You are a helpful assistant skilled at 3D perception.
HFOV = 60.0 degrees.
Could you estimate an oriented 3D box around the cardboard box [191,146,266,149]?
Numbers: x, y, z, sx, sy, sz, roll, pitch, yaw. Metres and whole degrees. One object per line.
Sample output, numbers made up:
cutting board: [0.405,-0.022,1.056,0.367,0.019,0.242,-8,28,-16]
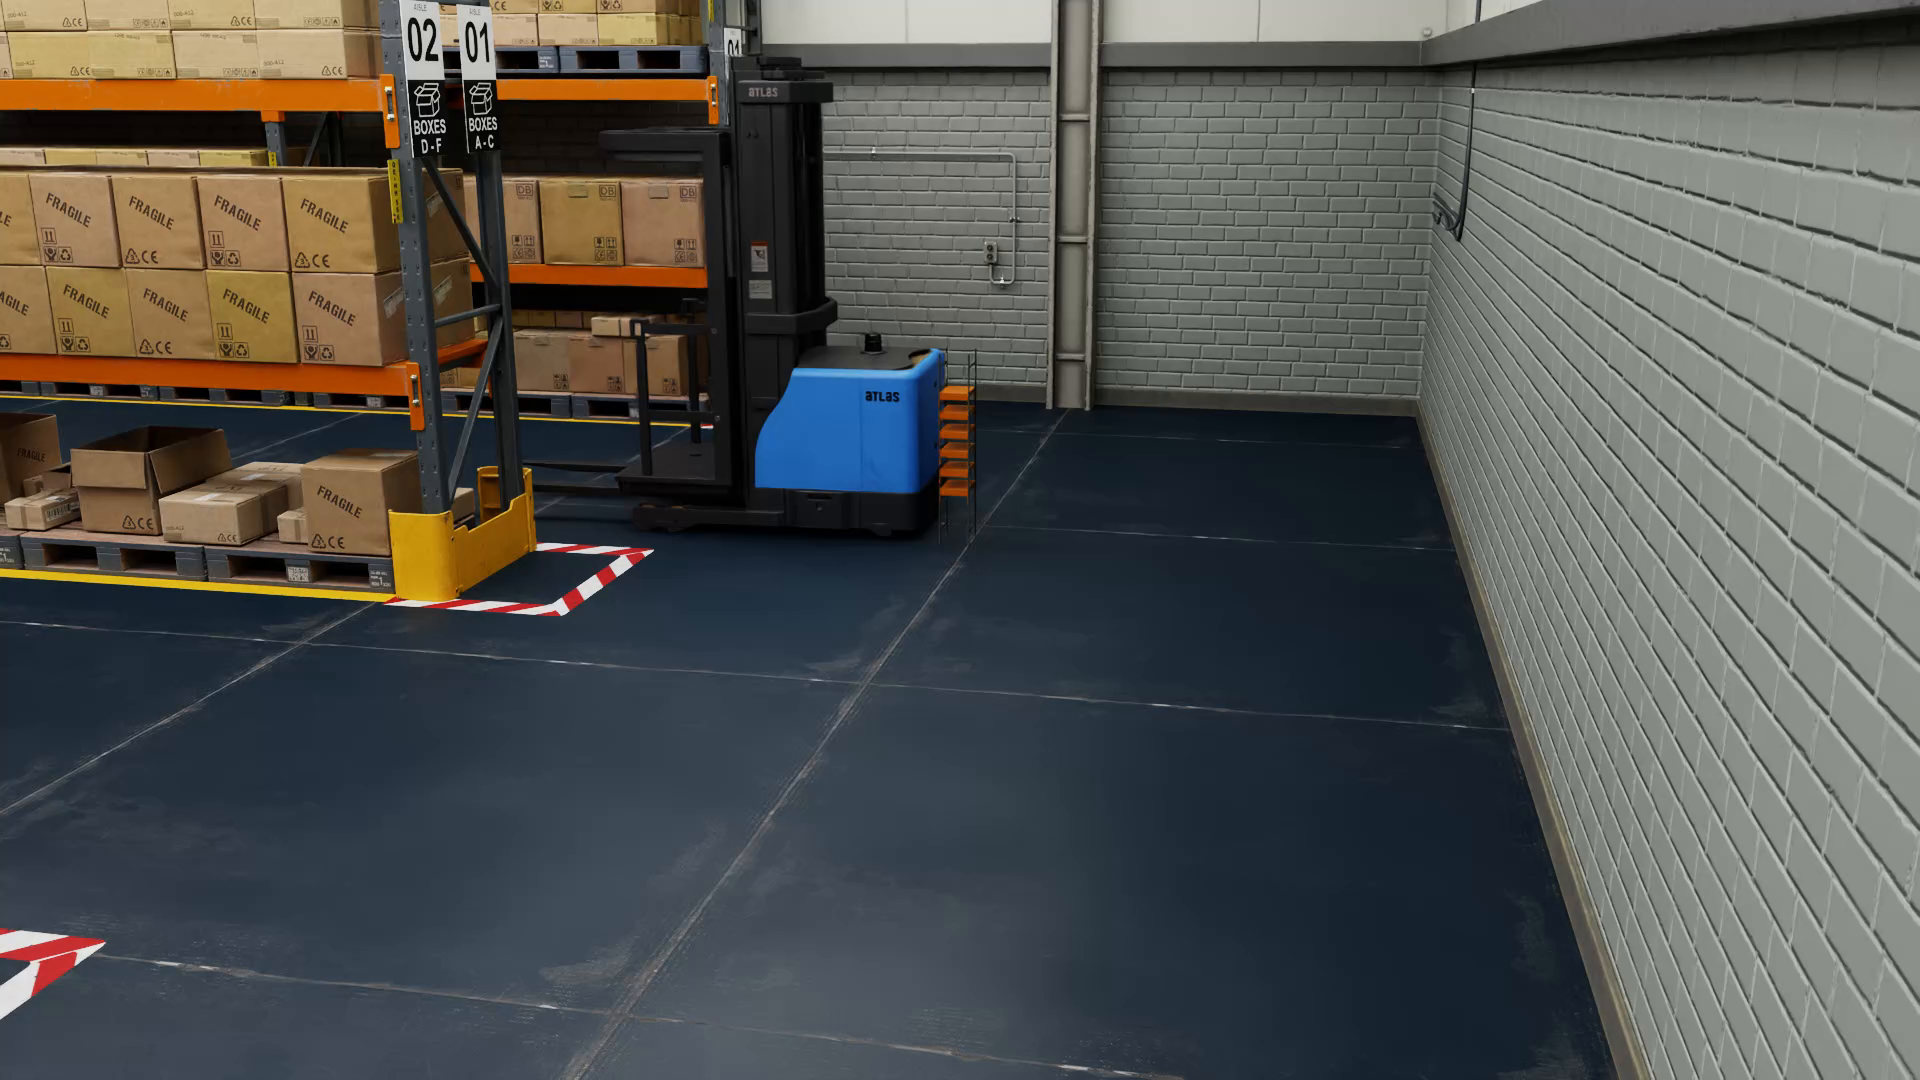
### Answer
cardboard box: [-6.667,-3.445,15.124,0.500,0.250,0.500,3,16,12]

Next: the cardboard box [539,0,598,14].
cardboard box: [-3.095,-4.533,13.522,0.500,0.500,0.500,4,16,13]

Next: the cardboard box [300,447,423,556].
cardboard box: [-3.400,-0.227,9.551,0.500,0.500,0.500,3,16,11]

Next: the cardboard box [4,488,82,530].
cardboard box: [-5.520,-0.192,10.050,0.250,0.166,0.380,3,16,11]

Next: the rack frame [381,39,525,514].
rack frame: [-2.818,-1.255,9.404,0.127,3.000,1.000,3,16,11]

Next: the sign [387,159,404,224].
sign: [-2.949,-1.821,8.687,0.005,0.325,0.100,3,16,11]

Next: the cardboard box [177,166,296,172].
cardboard box: [-4.204,-1.931,9.786,0.500,0.500,0.500,3,16,12]

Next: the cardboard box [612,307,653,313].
cardboard box: [-2.875,-1.945,14.575,0.250,0.149,0.380,3,16,11]

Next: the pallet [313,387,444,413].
pallet: [-5.025,-1.359,15.004,1.213,0.211,1.003,3,16,11]

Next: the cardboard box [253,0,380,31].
cardboard box: [-3.373,-2.830,8.815,0.500,0.250,0.500,3,16,11]

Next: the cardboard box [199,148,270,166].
cardboard box: [-6.263,-3.284,14.543,0.500,0.250,0.500,4,16,12]

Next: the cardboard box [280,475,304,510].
cardboard box: [-3.785,-0.272,10.181,0.500,0.250,0.500,3,16,11]

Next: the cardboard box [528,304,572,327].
cardboard box: [-3.621,-1.985,14.721,0.250,0.149,0.380,3,16,12]

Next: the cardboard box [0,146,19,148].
cardboard box: [-8.754,-3.419,15.030,0.500,0.250,0.500,3,16,10]

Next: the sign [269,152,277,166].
sign: [-5.853,-3.141,14.193,0.005,0.325,0.100,3,16,11]

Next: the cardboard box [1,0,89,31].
cardboard box: [-4.843,-2.909,9.100,0.500,0.250,0.500,3,16,11]

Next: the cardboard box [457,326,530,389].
cardboard box: [-4.048,-1.640,14.688,0.500,0.500,0.700,3,16,12]

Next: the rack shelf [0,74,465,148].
rack shelf: [-4.778,-2.460,9.484,4.000,0.370,1.077,3,16,11]

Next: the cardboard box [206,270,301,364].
cardboard box: [-3.821,-1.283,9.316,0.500,0.500,0.500,3,16,12]

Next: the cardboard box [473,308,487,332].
cardboard box: [-4.232,-1.914,14.464,0.250,0.149,0.380,3,16,9]

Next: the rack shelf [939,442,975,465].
rack shelf: [-0.014,-0.536,10.346,0.180,0.103,0.258,3,16,11]

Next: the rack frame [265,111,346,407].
rack frame: [-5.755,-2.764,14.851,0.127,3.000,1.000,3,16,11]

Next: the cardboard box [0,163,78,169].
cardboard box: [-5.688,-2.012,10.077,0.500,0.500,0.500,3,16,10]

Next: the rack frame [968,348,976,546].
rack frame: [0.075,-0.574,10.317,0.006,1.200,0.240,3,16,11]

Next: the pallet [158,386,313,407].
pallet: [-6.526,-1.441,15.300,1.213,0.211,1.003,3,16,11]

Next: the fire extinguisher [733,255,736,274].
fire extinguisher: [-1.779,-2.205,13.678,0.183,0.674,0.296,3,16,11]

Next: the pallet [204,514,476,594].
pallet: [-3.674,0.043,9.943,1.213,0.211,1.003,3,16,11]

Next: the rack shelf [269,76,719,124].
rack shelf: [-3.795,-3.756,14.163,4.000,0.370,1.077,3,16,11]

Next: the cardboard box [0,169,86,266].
cardboard box: [-5.323,-1.844,9.471,0.500,0.500,0.500,3,16,9]

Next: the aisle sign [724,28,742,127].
aisle sign: [-1.824,-3.722,13.439,0.004,0.787,0.394,3,16,11]

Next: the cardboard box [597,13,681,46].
cardboard box: [-2.605,-4.145,13.523,0.500,0.250,0.500,4,16,13]

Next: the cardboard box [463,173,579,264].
cardboard box: [-3.797,-2.799,14.416,0.700,0.700,0.980,2,16,8]

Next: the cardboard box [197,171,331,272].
cardboard box: [-3.805,-1.764,9.179,0.500,0.500,0.500,4,16,13]

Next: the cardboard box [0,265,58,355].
cardboard box: [-5.301,-1.364,9.610,0.500,0.500,0.500,3,16,11]

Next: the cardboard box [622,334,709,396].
cardboard box: [-2.541,-1.560,14.401,0.500,0.500,0.700,3,16,11]

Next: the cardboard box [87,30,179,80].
cardboard box: [-4.355,-2.639,9.063,0.500,0.250,0.500,3,16,11]

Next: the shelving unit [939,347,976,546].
shelving unit: [-0.014,-0.579,10.335,0.189,1.200,0.258,3,16,11]

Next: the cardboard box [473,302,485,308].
cardboard box: [-4.370,-2.026,14.868,0.250,0.149,0.380,3,16,9]

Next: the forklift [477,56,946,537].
forklift: [-1.657,-1.601,10.779,3.031,2.935,1.130,3,16,9]

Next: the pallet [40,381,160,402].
pallet: [-7.725,-1.506,15.533,1.213,0.211,1.003,3,16,11]

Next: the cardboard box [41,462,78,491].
cardboard box: [-5.388,-0.388,10.487,0.500,0.311,0.500,3,16,11]

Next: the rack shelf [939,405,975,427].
rack shelf: [-0.014,-0.767,10.282,0.180,0.103,0.258,3,16,11]

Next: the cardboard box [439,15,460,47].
cardboard box: [-4.129,-4.226,13.817,0.500,0.250,0.500,3,16,10]
